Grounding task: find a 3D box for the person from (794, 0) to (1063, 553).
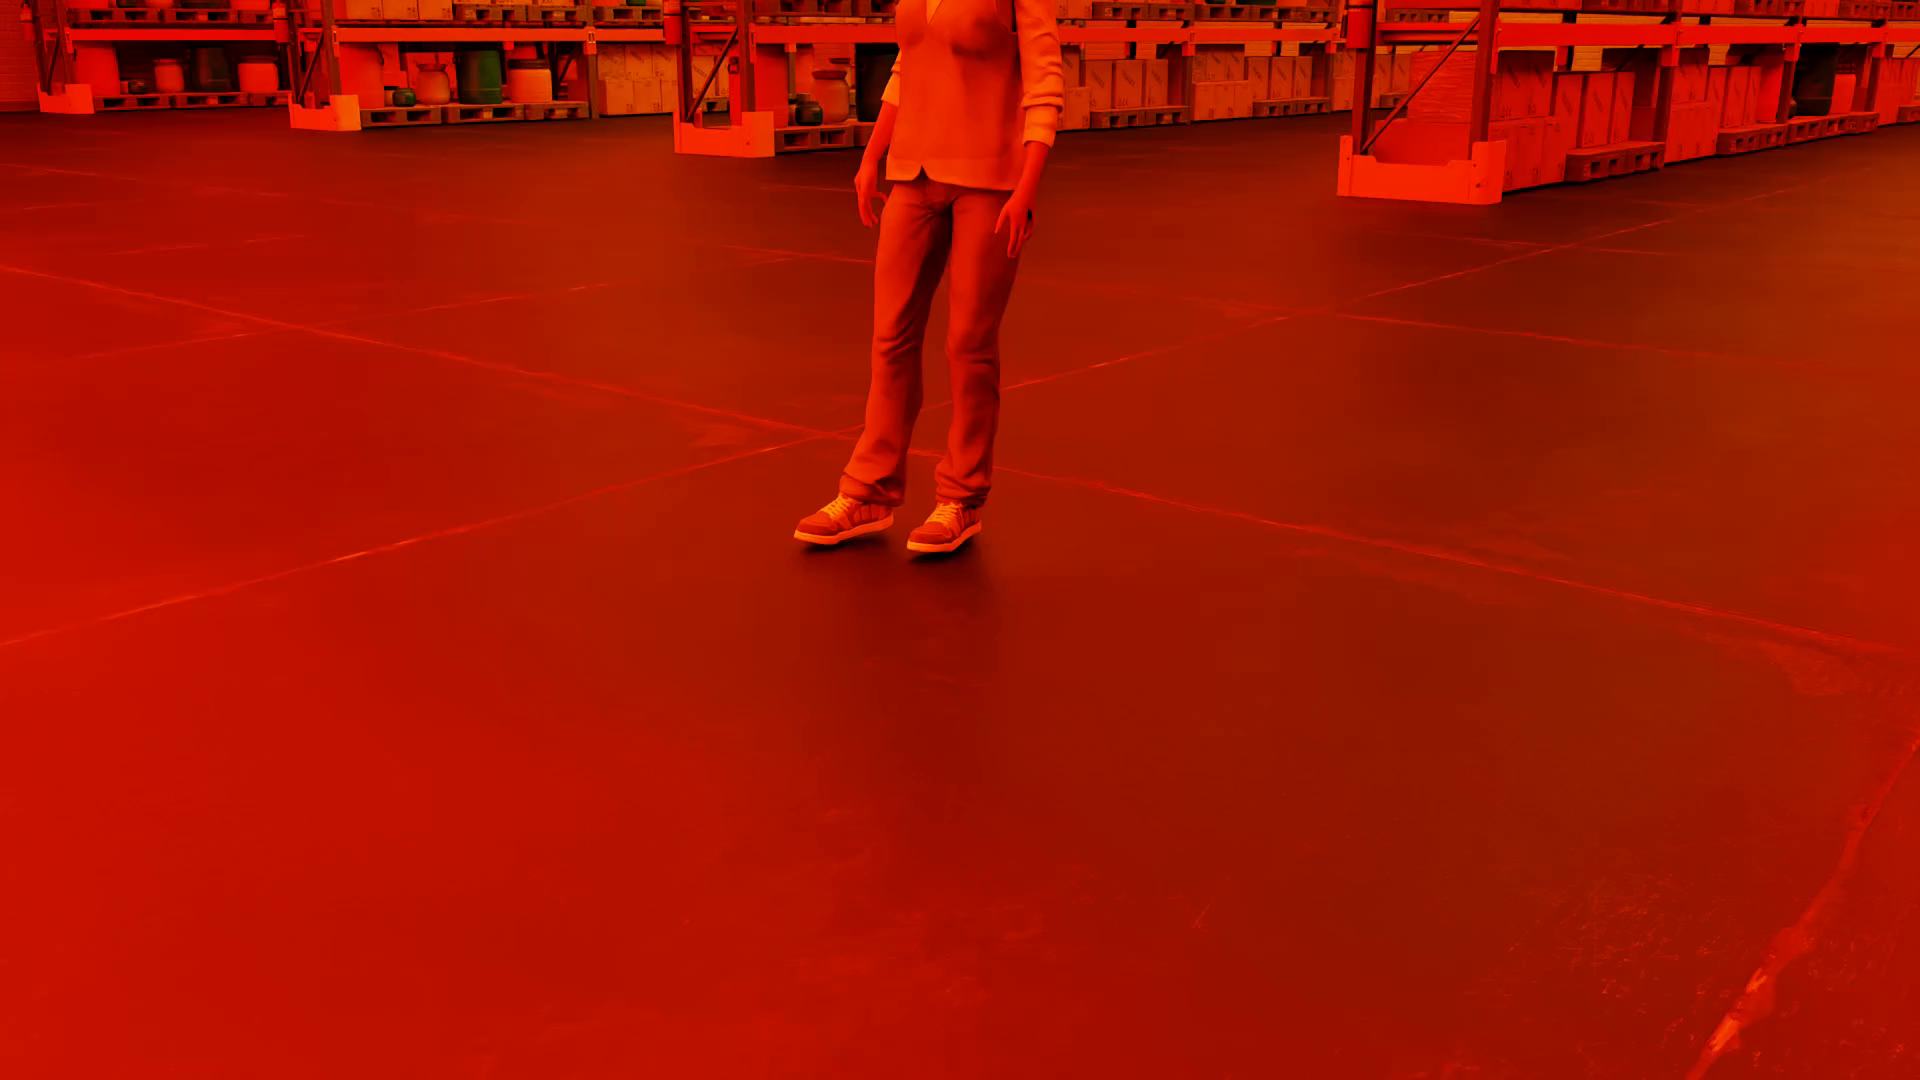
[{"bbox_3d":[-0.058,-0.757,3.662,0.520,1.597,0.475,13,21,37],"label":"person"}]
